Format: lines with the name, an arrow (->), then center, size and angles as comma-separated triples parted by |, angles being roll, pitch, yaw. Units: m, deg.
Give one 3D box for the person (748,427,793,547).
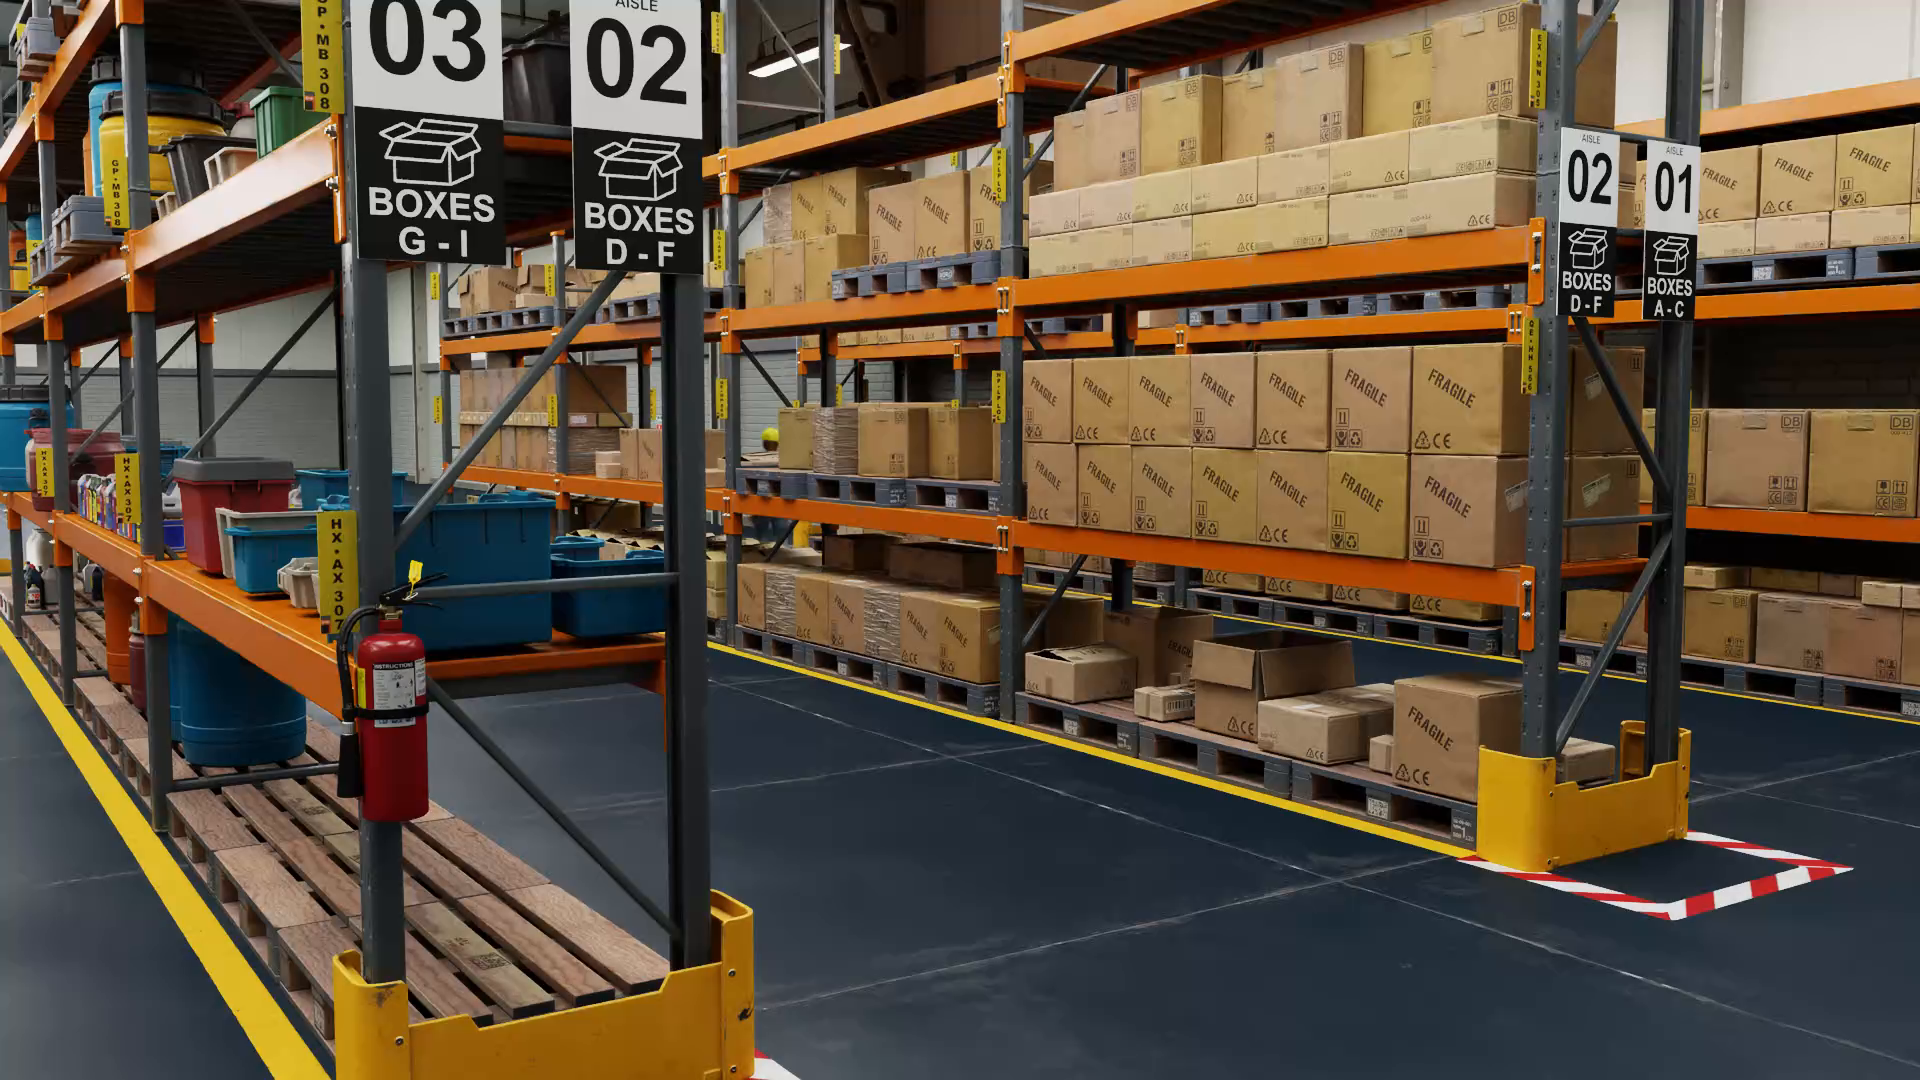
person -> -2.150, -0.405, 18.959 | 0.579, 1.750, 0.614 | -2, 5, -20
